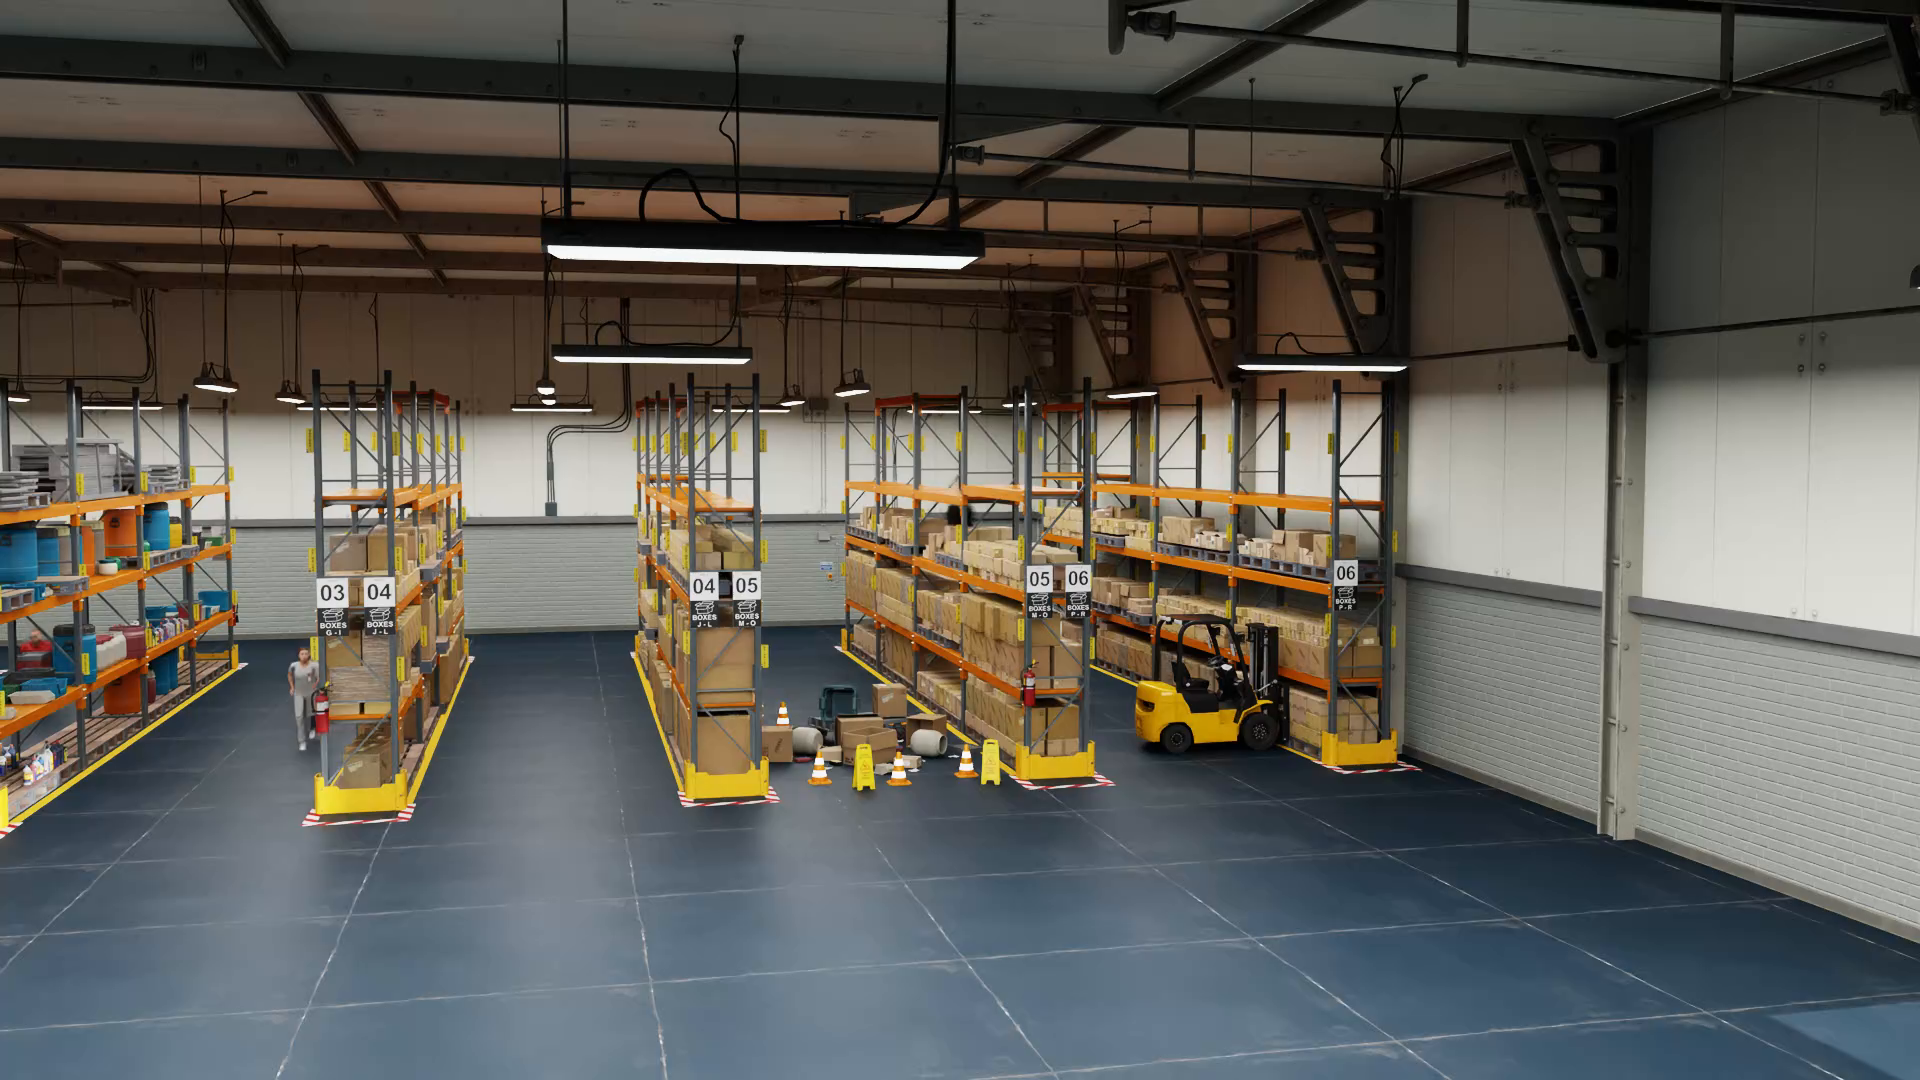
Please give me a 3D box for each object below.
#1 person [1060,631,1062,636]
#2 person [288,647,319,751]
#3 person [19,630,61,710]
[{"bbox_3d":[1.760,2.221,33.582,0.702,1.712,0.686,-2,4,-26],"label":"person"},{"bbox_3d":[-10.835,2.588,27.524,0.540,1.679,0.895,-1,3,-17],"label":"person"},{"bbox_3d":[-16.897,2.424,30.542,0.670,1.629,0.831,-2,4,-31],"label":"person"}]
